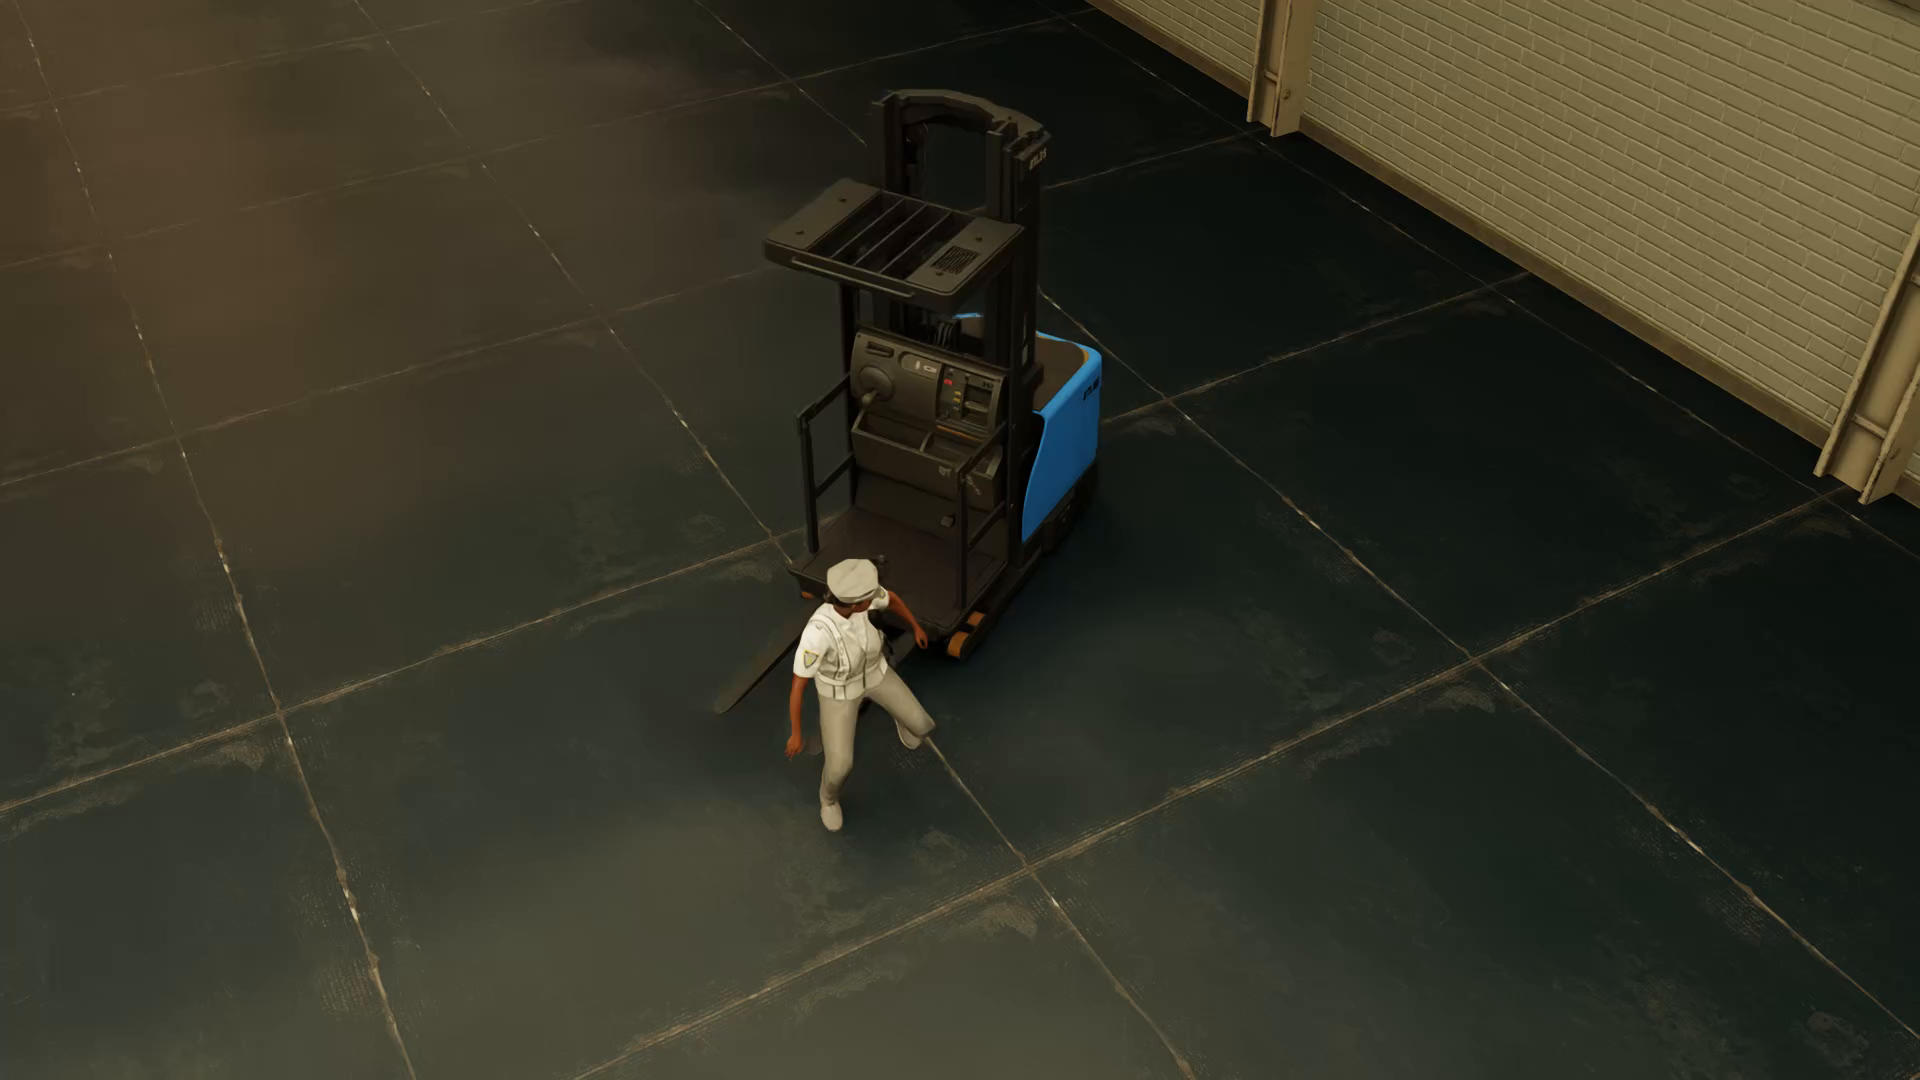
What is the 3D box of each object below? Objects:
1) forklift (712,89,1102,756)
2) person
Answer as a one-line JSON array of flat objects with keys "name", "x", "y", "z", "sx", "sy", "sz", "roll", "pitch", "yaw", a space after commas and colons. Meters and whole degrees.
[{"name": "forklift", "x": -0.292, "y": -0.780, "z": 8.977, "sx": 1.130, "sy": 2.935, "sz": 3.031, "roll": 20, "pitch": 44, "yaw": 22}, {"name": "person", "x": -0.512, "y": 0.736, "z": 8.275, "sx": 0.955, "sy": 1.542, "sz": 0.489, "roll": -24, "pitch": 45, "yaw": -26}]
